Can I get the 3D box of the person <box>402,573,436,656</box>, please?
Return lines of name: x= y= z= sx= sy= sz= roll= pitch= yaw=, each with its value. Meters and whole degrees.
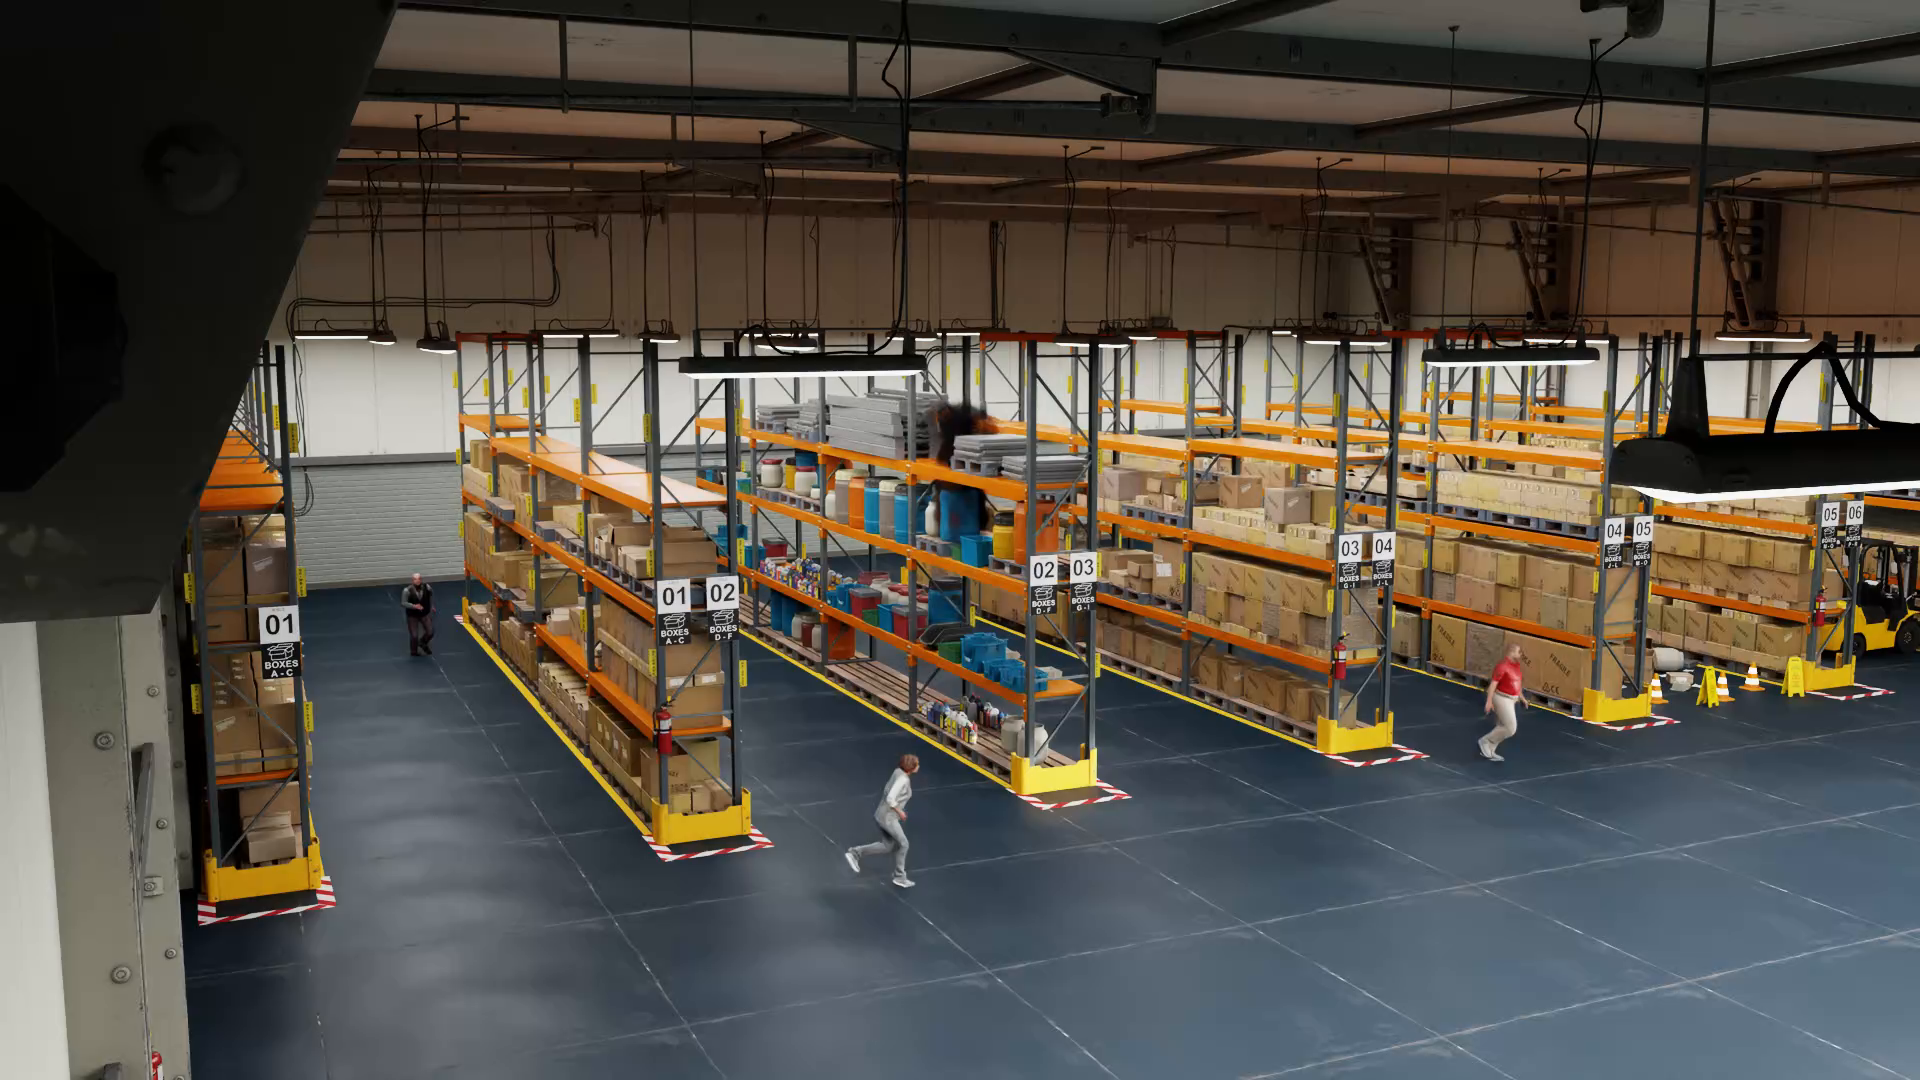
person: x=-10.004 y=1.393 z=30.754 sx=0.656 sy=1.615 sz=0.841 roll=-5 pitch=9 yaw=-32

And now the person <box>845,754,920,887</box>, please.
person: x=-0.860 y=3.128 z=18.407 sx=0.830 sy=1.550 sz=0.542 roll=0 pitch=8 yaw=1

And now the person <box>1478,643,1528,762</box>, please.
person: x=7.745 y=2.313 z=23.698 sx=0.590 sy=1.708 sz=0.666 roll=5 pitch=9 yaw=33
